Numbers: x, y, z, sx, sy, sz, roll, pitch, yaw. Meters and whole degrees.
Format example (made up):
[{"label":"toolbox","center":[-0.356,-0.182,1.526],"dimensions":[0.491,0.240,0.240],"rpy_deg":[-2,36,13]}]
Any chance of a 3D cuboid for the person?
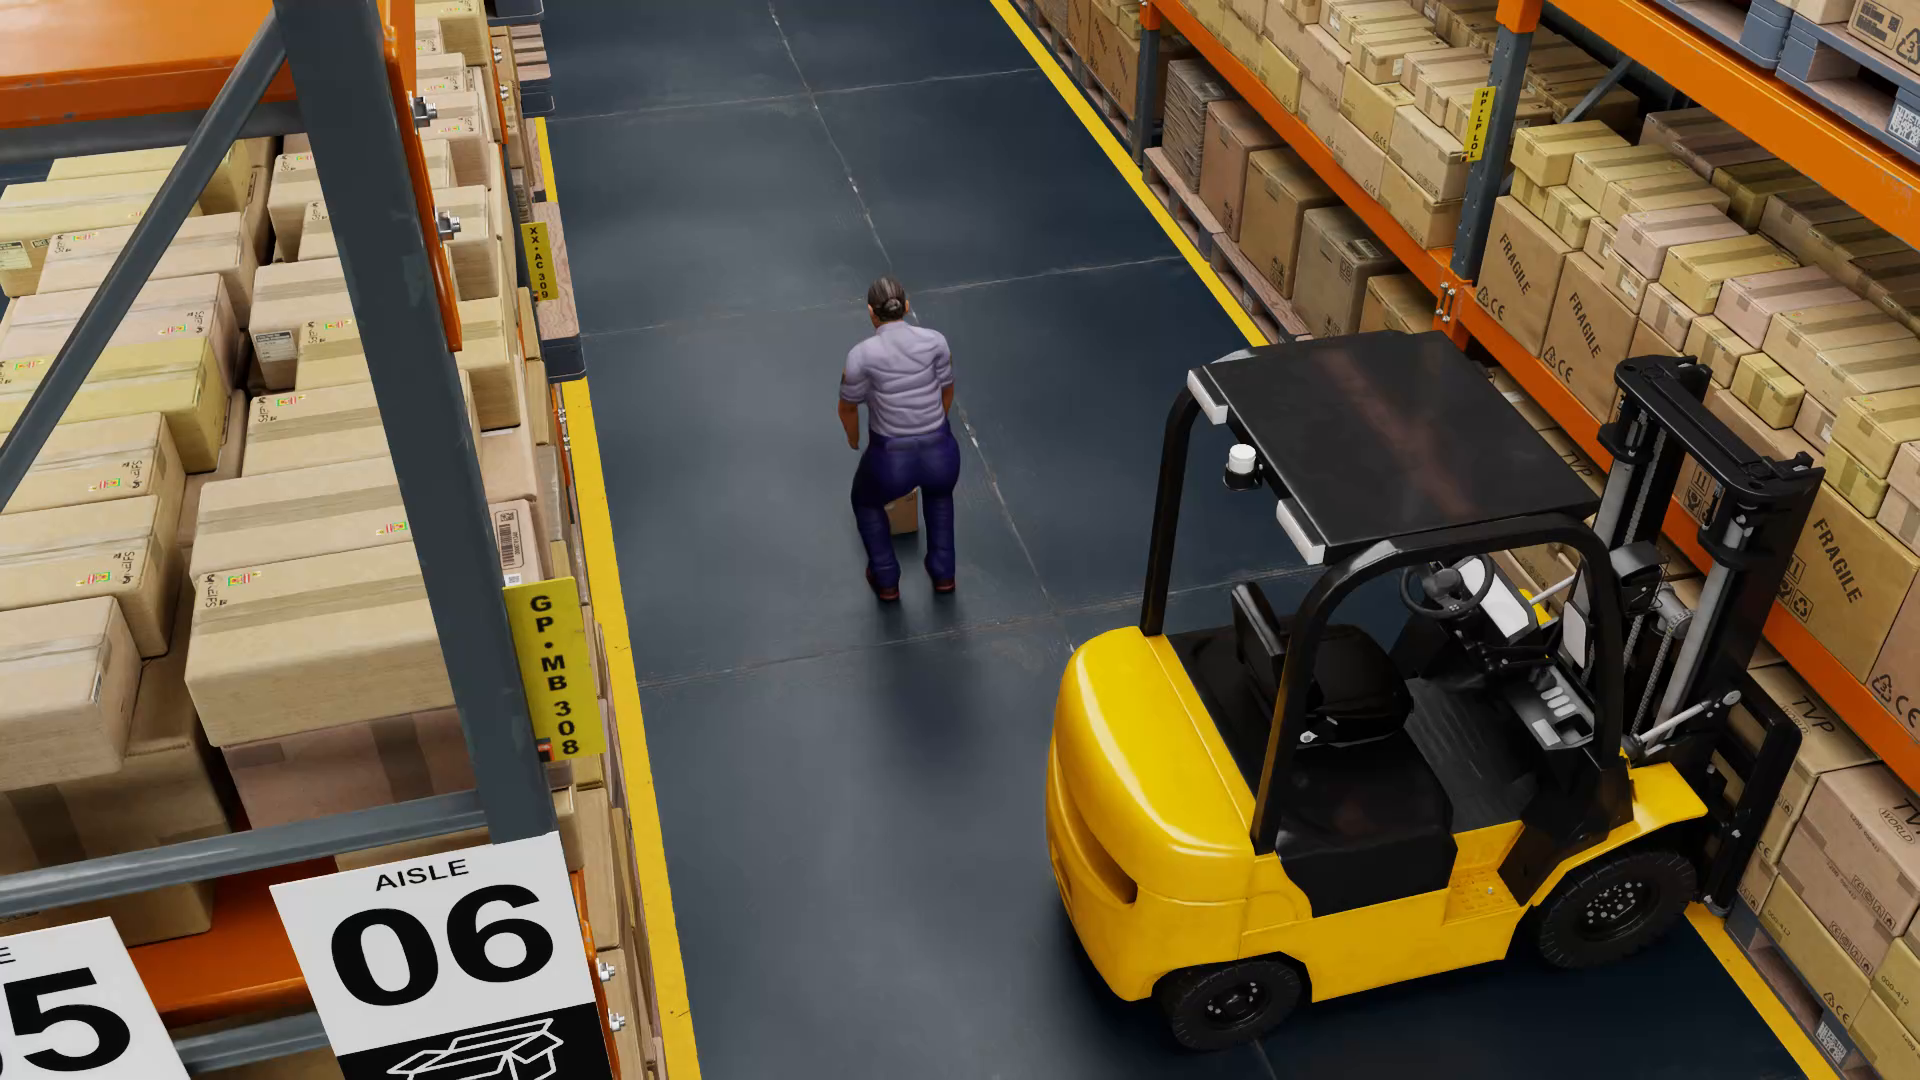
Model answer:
[{"label":"person","center":[-0.265,-0.402,7.354],"dimensions":[0.522,1.511,0.529],"rpy_deg":[-9,39,-11]}]
